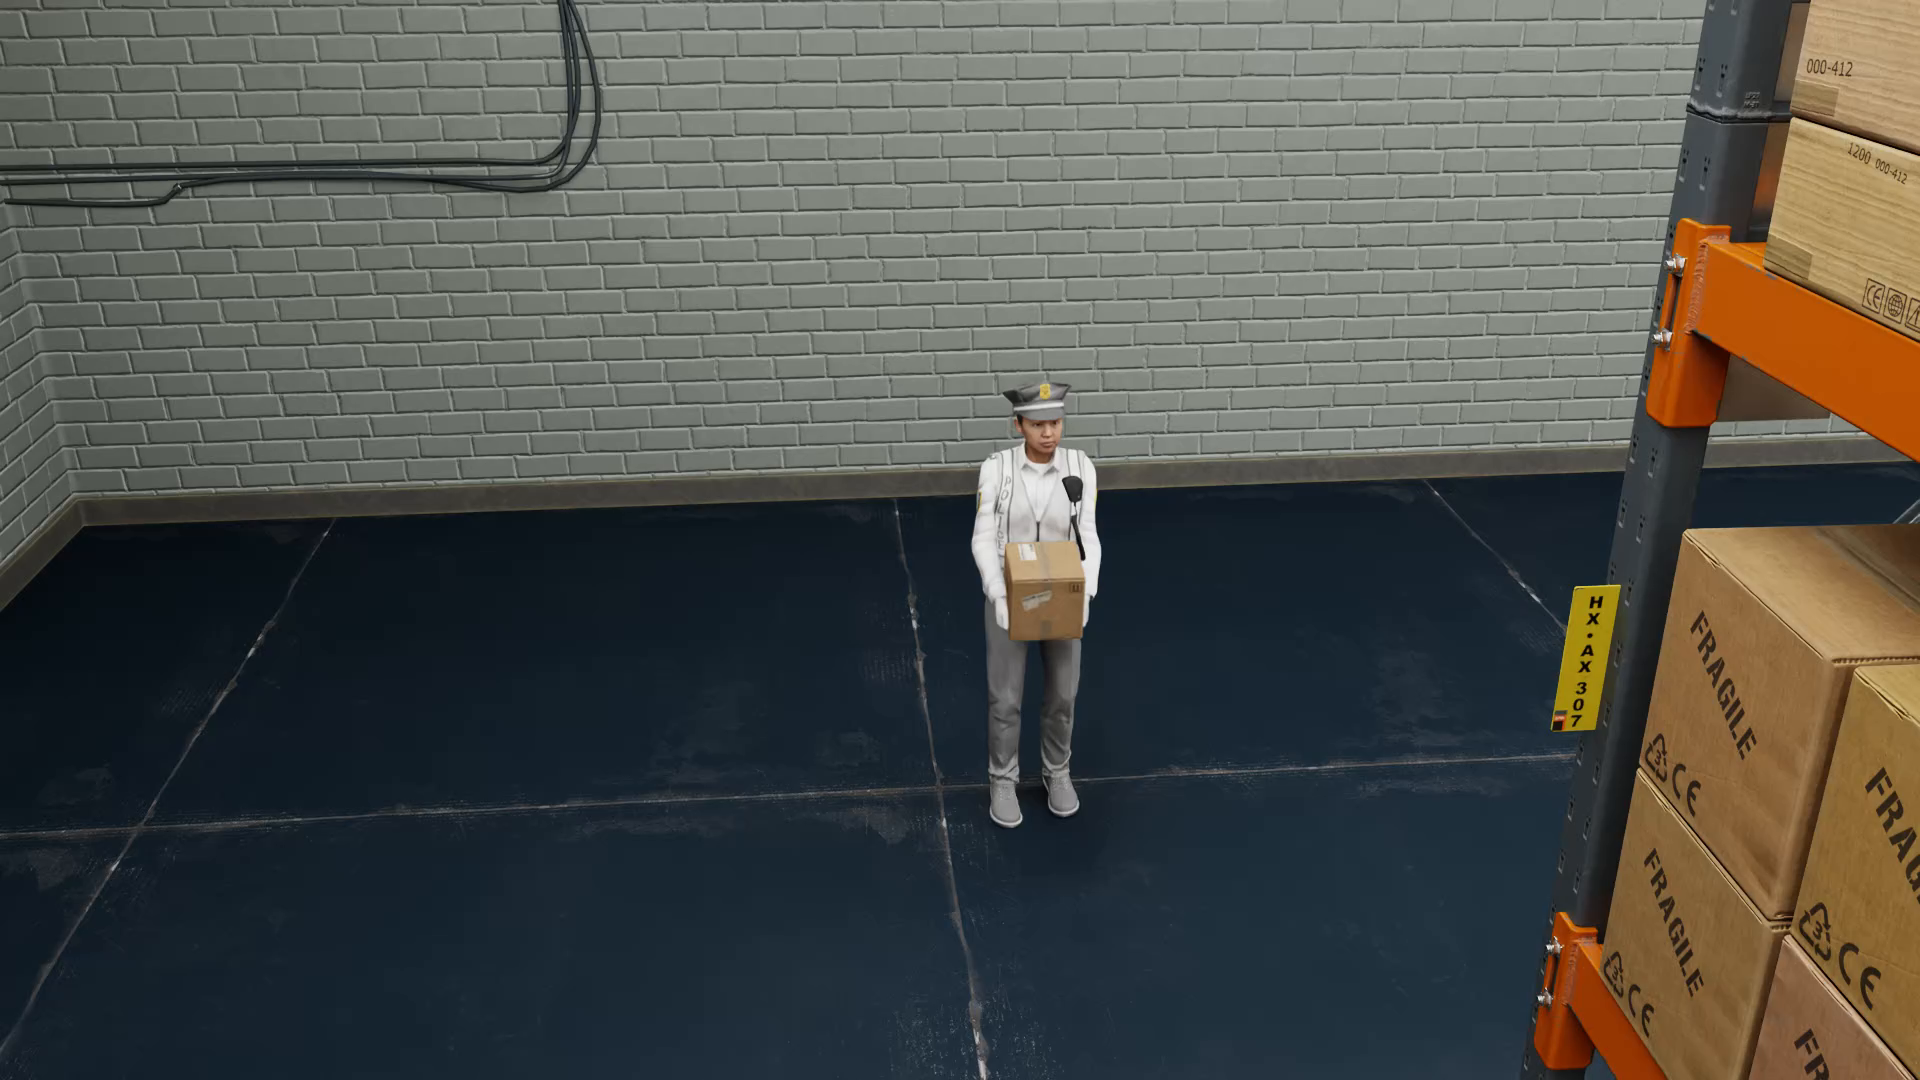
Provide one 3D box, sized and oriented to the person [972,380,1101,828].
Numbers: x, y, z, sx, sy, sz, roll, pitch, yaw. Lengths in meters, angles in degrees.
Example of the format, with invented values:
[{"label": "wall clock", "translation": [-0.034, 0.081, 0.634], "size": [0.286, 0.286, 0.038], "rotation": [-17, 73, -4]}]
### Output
[{"label": "person", "translation": [0.272, 0.246, 6.018], "size": [0.459, 1.688, 0.543], "rotation": [-2, 24, -4]}]
